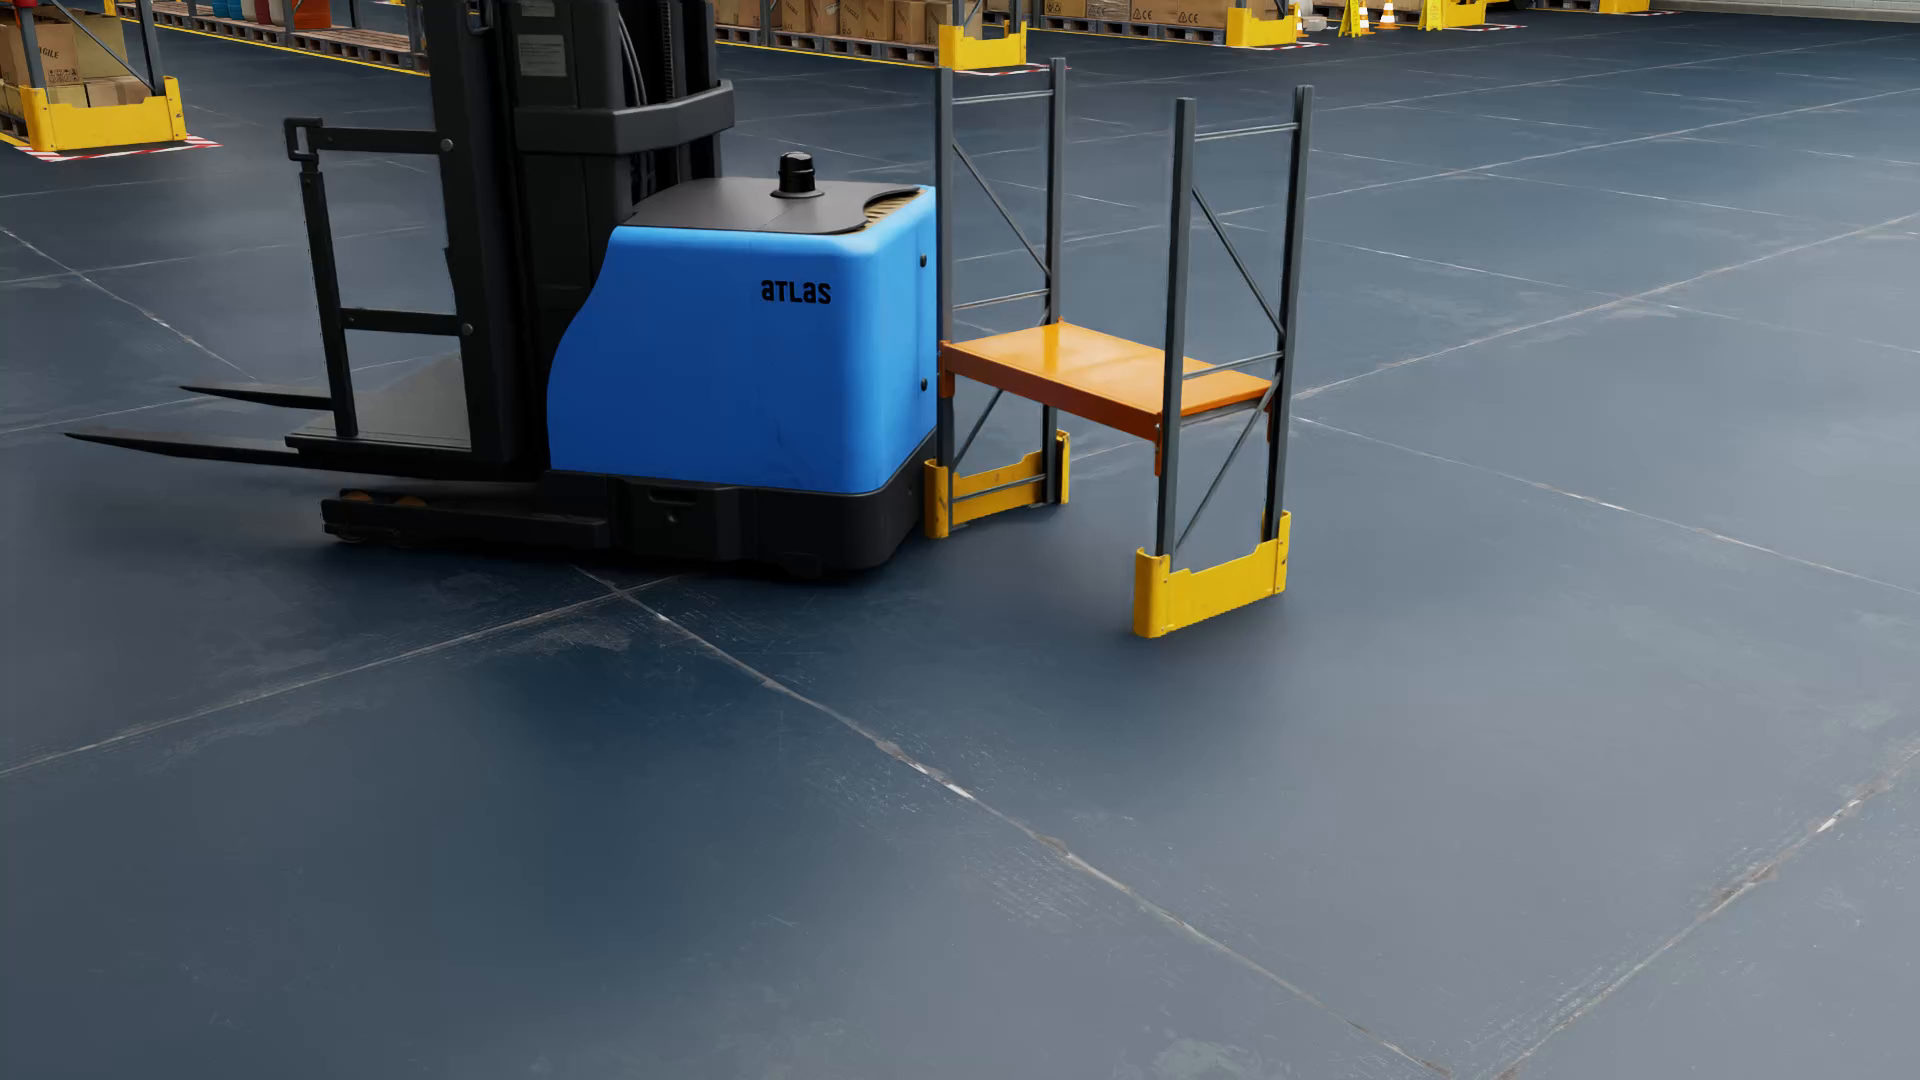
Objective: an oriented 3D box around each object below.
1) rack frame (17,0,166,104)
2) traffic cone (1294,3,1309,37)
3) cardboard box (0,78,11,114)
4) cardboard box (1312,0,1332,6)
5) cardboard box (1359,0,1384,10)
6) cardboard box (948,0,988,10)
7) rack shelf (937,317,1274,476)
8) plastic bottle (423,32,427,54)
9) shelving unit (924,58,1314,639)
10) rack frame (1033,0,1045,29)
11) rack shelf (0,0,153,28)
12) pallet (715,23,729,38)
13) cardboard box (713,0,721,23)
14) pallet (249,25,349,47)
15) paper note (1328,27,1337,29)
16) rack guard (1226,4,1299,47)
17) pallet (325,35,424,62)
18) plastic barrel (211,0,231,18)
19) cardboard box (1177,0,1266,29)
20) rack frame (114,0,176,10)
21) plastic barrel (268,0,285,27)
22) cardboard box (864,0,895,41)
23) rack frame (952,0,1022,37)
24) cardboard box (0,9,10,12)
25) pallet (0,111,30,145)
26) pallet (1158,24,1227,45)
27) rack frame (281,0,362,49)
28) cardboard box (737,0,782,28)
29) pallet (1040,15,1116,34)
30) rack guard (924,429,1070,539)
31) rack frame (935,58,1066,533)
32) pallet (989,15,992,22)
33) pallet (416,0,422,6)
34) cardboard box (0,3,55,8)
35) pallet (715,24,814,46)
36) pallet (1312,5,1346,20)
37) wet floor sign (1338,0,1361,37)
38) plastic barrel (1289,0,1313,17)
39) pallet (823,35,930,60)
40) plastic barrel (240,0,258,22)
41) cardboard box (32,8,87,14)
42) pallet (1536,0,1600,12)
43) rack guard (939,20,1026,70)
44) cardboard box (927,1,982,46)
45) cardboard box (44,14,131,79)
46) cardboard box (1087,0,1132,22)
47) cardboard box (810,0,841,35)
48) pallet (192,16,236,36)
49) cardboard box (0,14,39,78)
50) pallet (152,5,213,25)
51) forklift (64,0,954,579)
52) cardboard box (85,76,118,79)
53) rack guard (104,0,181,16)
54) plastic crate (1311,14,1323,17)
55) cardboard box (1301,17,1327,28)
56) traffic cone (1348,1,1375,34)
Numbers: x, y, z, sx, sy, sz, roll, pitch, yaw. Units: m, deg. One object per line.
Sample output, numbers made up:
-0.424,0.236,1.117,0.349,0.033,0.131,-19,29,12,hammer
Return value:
-7.180,-4.750,13.497,1.000,3.000,0.127,-17,27,-37,rack frame
4.879,-7.563,24.159,0.336,0.463,0.334,-17,27,-37,traffic cone
-8.090,-3.878,14.466,0.500,0.250,0.500,-17,27,-37,cardboard box
6.109,-8.968,27.463,0.500,0.250,0.500,-18,28,-38,cardboard box
6.771,-8.685,26.741,0.500,0.250,0.500,-17,27,-37,cardboard box
0.439,-8.930,26.680,1.050,0.750,0.750,-17,27,-37,cardboard box
0.445,-0.463,5.102,0.538,0.185,1.000,-16,27,-35,rack shelf
-6.161,-5.775,19.253,0.097,0.271,0.097,0,21,0,plastic bottle
0.439,-0.633,5.043,0.587,1.500,1.083,-16,27,-35,shelving unit
1.539,-9.365,25.281,1.000,3.000,0.127,-17,27,-37,rack frame
-8.486,-4.967,15.039,1.077,0.370,4.000,-17,27,-37,rack shelf
-3.594,-7.465,24.255,1.003,0.211,1.213,-17,27,-37,pallet
-3.331,-7.718,23.901,0.500,0.500,0.700,20,29,41,cardboard box
-9.194,-7.047,23.188,1.003,0.211,1.213,-17,27,-37,pallet
5.709,-7.871,25.537,0.142,0.019,0.148,12,24,27,paper note
4.166,-7.089,22.898,1.175,0.500,0.348,-17,27,-37,rack guard
-7.379,-6.279,21.227,1.003,0.211,1.213,-17,27,-37,pallet
-10.916,-8.307,24.882,0.600,0.901,0.708,-17,27,-37,plastic barrel
3.658,-7.637,23.208,0.875,0.875,0.875,-17,27,-37,cardboard box
-13.869,-10.348,27.792,1.000,3.000,0.127,-17,27,-37,rack frame
-9.416,-7.441,23.204,0.421,0.512,0.421,0,21,0,plastic barrel
-0.879,-6.649,21.200,0.500,0.500,0.500,-14,26,-33,cardboard box
0.327,-7.107,19.516,1.000,3.000,0.127,-17,27,-37,rack frame
-9.073,-4.640,15.384,0.500,0.500,0.500,-17,27,-37,cardboard box
-7.711,-3.652,14.520,1.003,0.211,1.213,-17,27,-37,pallet
3.569,-7.163,23.484,1.003,0.211,1.213,-17,27,-37,pallet
-8.647,-8.138,22.148,1.000,3.000,0.127,-17,27,-37,rack frame
-2.669,-7.428,23.159,0.500,0.500,0.700,20,29,41,cardboard box
1.976,-7.838,25.205,1.003,0.211,1.213,-17,27,-37,pallet
0.131,-0.193,5.635,0.587,0.250,0.087,-16,27,-35,rack guard
0.130,-0.776,5.408,0.500,1.500,0.032,-16,27,-35,rack frame
0.178,-8.599,27.149,1.003,0.211,1.213,-17,27,-37,pallet
-9.536,-10.027,30.794,1.003,0.211,1.213,-17,27,-37,pallet
-9.006,-4.902,16.053,0.500,0.500,0.500,-17,27,-37,cardboard box
-2.794,-7.128,23.394,1.003,0.211,1.213,-17,27,-37,pallet
6.489,-8.758,27.556,1.003,0.211,1.213,-17,27,-37,pallet
5.669,-7.627,24.071,0.232,0.644,0.267,17,27,36,wet floor sign
5.339,-8.477,26.545,0.512,0.421,0.421,0,21,-1,plastic barrel
-1.018,-6.399,21.532,1.003,0.211,1.213,-17,27,-37,pallet
-10.153,-7.753,24.001,0.421,0.512,0.421,0,21,0,plastic barrel
-8.339,-4.630,15.359,0.500,0.500,0.500,-17,27,-37,cardboard box
11.061,-9.551,29.581,1.003,0.211,1.213,-17,27,-37,pallet
0.277,-5.964,20.025,1.175,0.500,0.348,-17,27,-37,rack guard
-0.068,-6.315,20.346,0.500,0.500,0.500,-12,24,-28,cardboard box
-7.690,-4.353,14.650,0.500,0.500,0.500,-17,27,-37,cardboard box
2.488,-8.132,24.472,0.875,0.875,0.875,-17,27,-37,cardboard box
-1.674,-6.967,22.011,0.500,0.500,0.500,-9,23,-21,cardboard box
-10.786,-7.722,24.909,1.003,0.211,1.213,-17,27,-37,pallet
-8.420,-4.364,14.679,0.500,0.500,0.500,-17,27,-37,cardboard box
-12.568,-8.476,26.835,1.003,0.211,1.213,-17,27,-37,pallet
-1.594,-1.516,5.337,3.031,2.935,1.130,5,22,13,forklift
-7.691,-4.003,14.786,0.500,0.250,0.500,-17,27,-37,cardboard box
-13.895,-9.188,28.256,1.175,0.500,0.348,-17,27,-37,rack guard
5.627,-8.583,27.287,0.583,0.080,0.402,12,24,27,plastic crate
5.449,-8.019,25.755,0.380,0.149,0.250,-4,22,-10,cardboard box
5.957,-7.738,24.606,0.336,0.463,0.334,-17,27,-37,traffic cone
